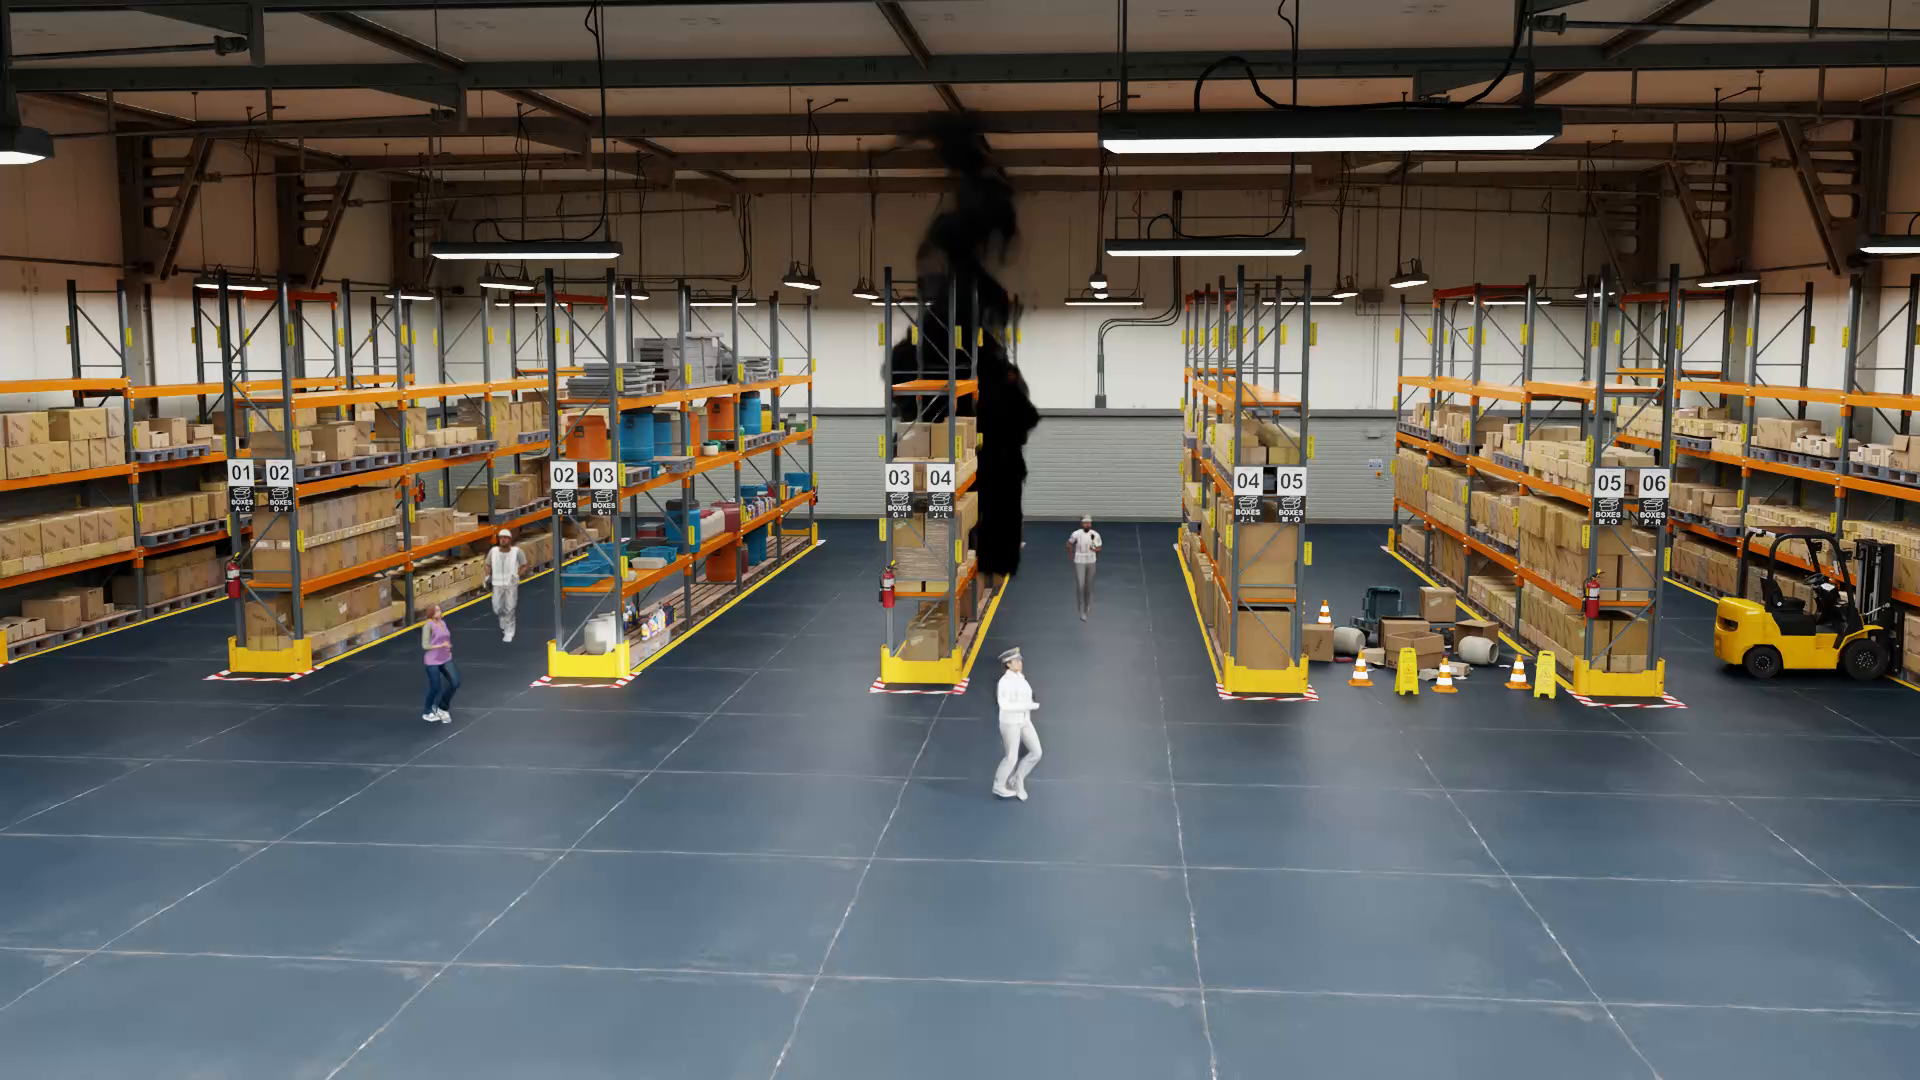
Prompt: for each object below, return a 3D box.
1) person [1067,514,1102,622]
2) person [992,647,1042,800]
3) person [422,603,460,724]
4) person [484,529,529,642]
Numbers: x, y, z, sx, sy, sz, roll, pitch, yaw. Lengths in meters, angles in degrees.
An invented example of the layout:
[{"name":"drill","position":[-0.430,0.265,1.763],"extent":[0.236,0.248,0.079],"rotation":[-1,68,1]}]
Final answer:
[{"name":"person","position":[2.133,0.453,28.273],"extent":[0.546,1.796,0.736],"rotation":[-1,7,-8]},{"name":"person","position":[0.637,1.996,17.979],"extent":[0.629,1.705,0.595],"rotation":[5,8,35]},{"name":"person","position":[-6.733,1.617,21.534],"extent":[0.625,1.583,0.515],"rotation":[4,8,28]},{"name":"person","position":[-7.083,0.706,25.945],"extent":[0.686,1.749,0.600],"rotation":[0,7,-4]}]
